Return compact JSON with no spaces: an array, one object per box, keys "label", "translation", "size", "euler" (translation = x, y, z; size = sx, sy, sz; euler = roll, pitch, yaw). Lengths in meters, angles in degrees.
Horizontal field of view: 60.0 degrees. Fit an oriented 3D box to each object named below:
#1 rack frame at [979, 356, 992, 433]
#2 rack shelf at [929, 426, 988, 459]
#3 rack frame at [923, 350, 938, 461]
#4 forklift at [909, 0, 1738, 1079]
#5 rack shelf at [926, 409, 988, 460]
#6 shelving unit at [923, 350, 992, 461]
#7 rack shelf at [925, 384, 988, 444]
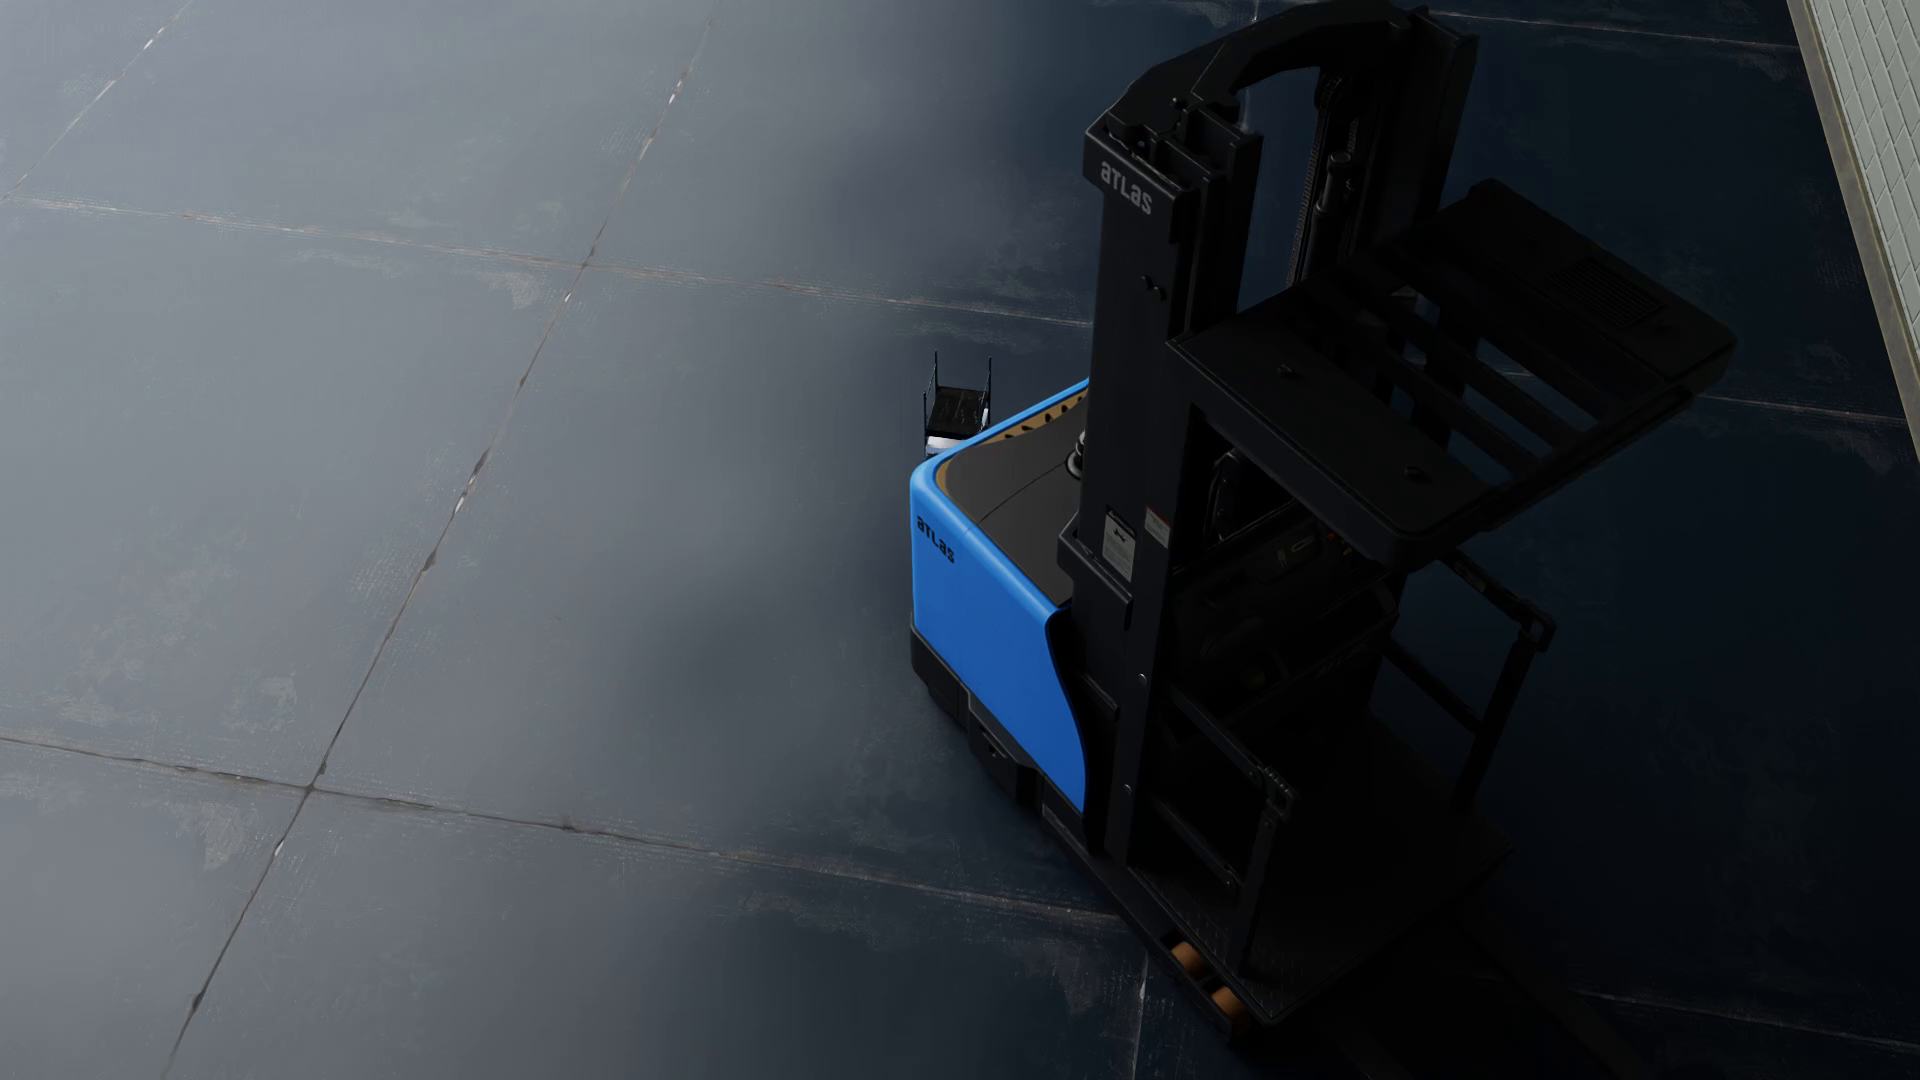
[{"label":"rack frame","translation":[0.092,-0.288,6.376],"size":[0.006,0.900,0.240],"euler":[8,49,7]},{"label":"rack shelf","translation":[-0.008,-0.340,6.346],"size":[0.200,0.077,0.258],"euler":[8,49,7]},{"label":"rack frame","translation":[-0.108,-0.315,6.400],"size":[0.006,0.900,0.240],"euler":[8,49,7]},{"label":"forklift","translation":[1.085,0.186,4.585],"size":[1.130,2.935,3.031],"euler":[-28,54,-23]},{"label":"rack shelf","translation":[-0.008,-0.400,6.279],"size":[0.200,0.077,0.258],"euler":[8,49,7]},{"label":"shelving unit","translation":[-0.008,-0.302,6.388],"size":[0.210,0.900,0.258],"euler":[8,49,7]},{"label":"rack shelf","translation":[-0.008,-0.460,6.212],"size":[0.200,0.077,0.258],"euler":[8,49,7]}]
